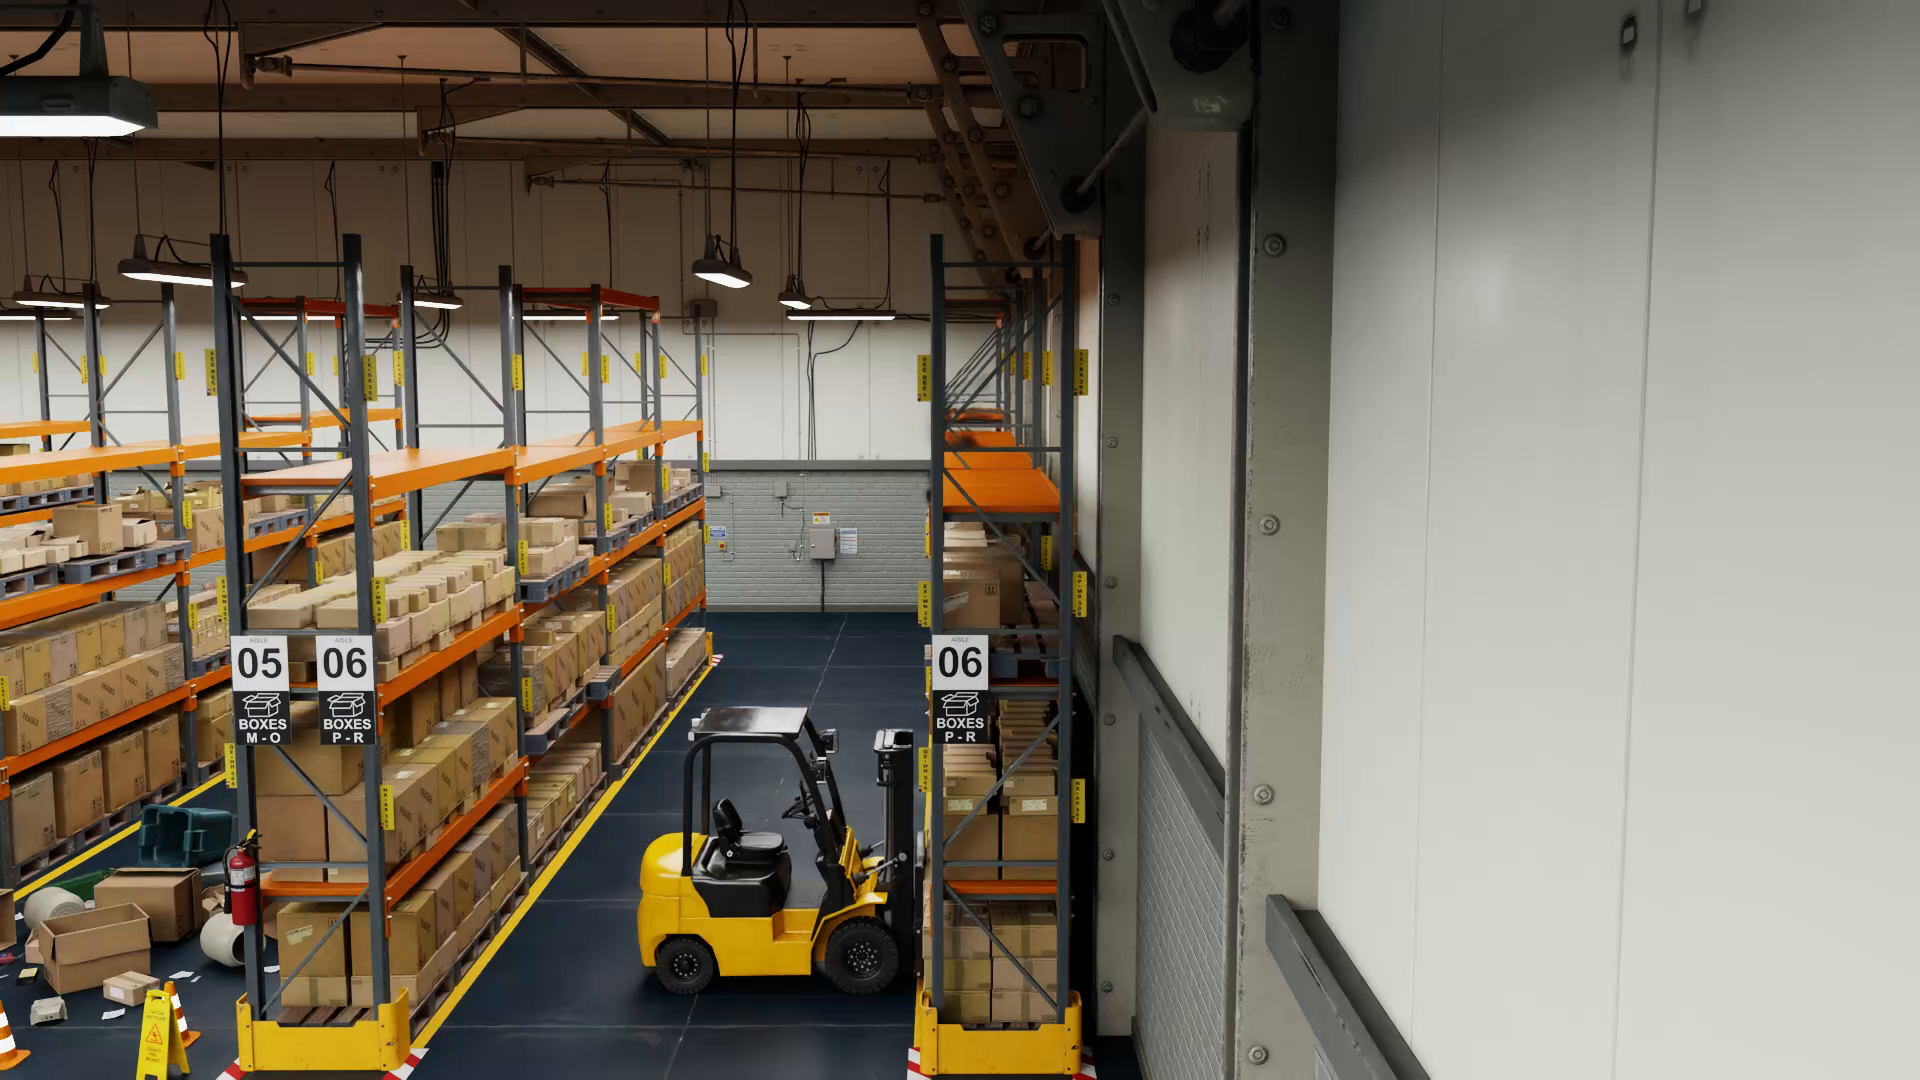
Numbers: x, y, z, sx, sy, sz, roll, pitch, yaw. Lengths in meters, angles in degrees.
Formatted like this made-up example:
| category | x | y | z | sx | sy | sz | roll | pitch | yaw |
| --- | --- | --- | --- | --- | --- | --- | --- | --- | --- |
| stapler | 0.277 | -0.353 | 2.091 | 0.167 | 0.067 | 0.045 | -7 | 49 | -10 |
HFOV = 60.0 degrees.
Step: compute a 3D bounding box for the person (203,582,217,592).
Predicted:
| category | x | y | z | sx | sy | sz | roll | pitch | yaw |
| --- | --- | --- | --- | --- | --- | --- | --- | --- | --- |
| person | -11.496 | 1.507 | 25.452 | 0.634 | 1.722 | 0.694 | 0 | 6 | 0 |
